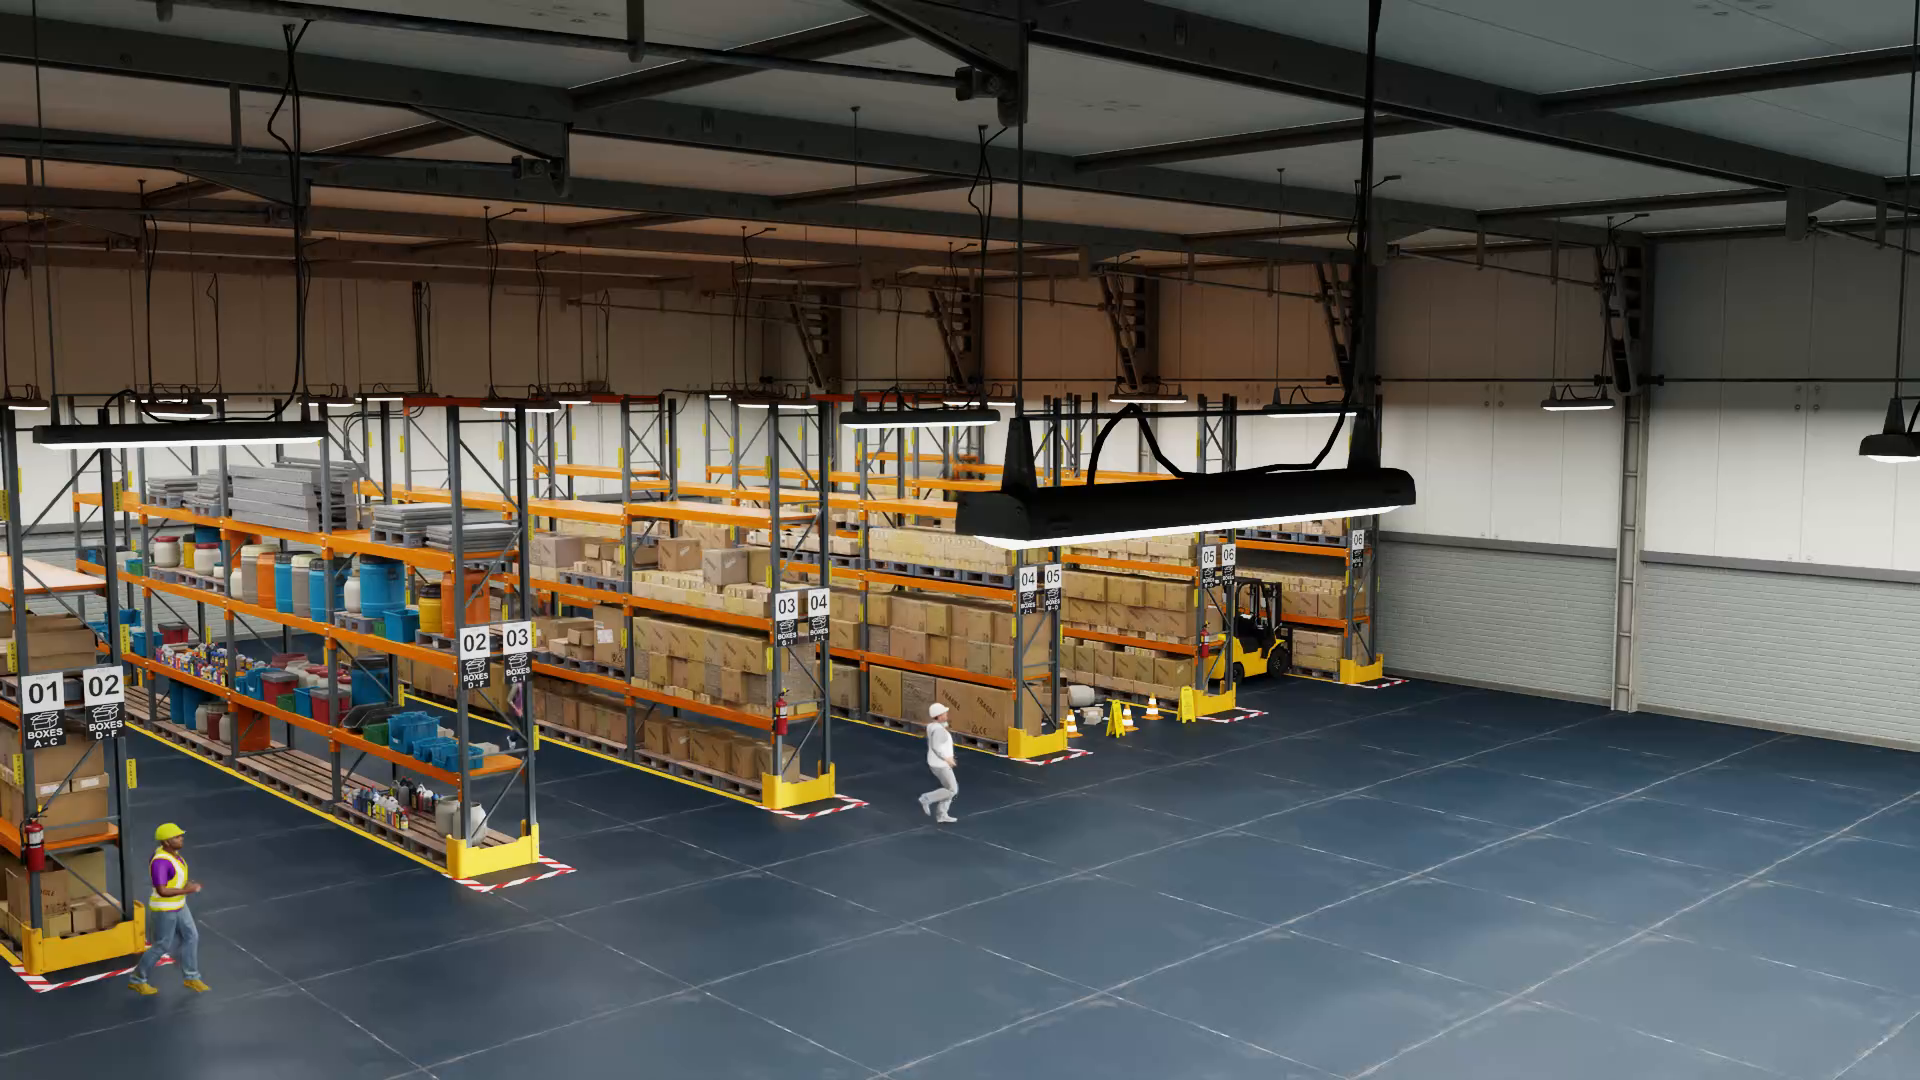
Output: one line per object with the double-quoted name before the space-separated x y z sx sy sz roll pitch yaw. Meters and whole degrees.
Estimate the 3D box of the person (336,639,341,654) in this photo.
"person" -14.047 1.843 37.582 0.679 1.788 0.659 -1 6 -12

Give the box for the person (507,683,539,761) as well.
"person" -7.274 2.898 27.653 0.549 1.549 0.537 4 7 35

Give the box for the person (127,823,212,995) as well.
"person" -8.141 3.809 17.068 0.772 1.833 0.721 -1 6 -10

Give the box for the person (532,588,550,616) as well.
"person" -10.222 1.559 40.751 0.842 1.714 0.553 -5 8 -44

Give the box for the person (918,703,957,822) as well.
"person" -0.323 3.187 23.742 0.597 1.733 0.661 -1 6 -11
